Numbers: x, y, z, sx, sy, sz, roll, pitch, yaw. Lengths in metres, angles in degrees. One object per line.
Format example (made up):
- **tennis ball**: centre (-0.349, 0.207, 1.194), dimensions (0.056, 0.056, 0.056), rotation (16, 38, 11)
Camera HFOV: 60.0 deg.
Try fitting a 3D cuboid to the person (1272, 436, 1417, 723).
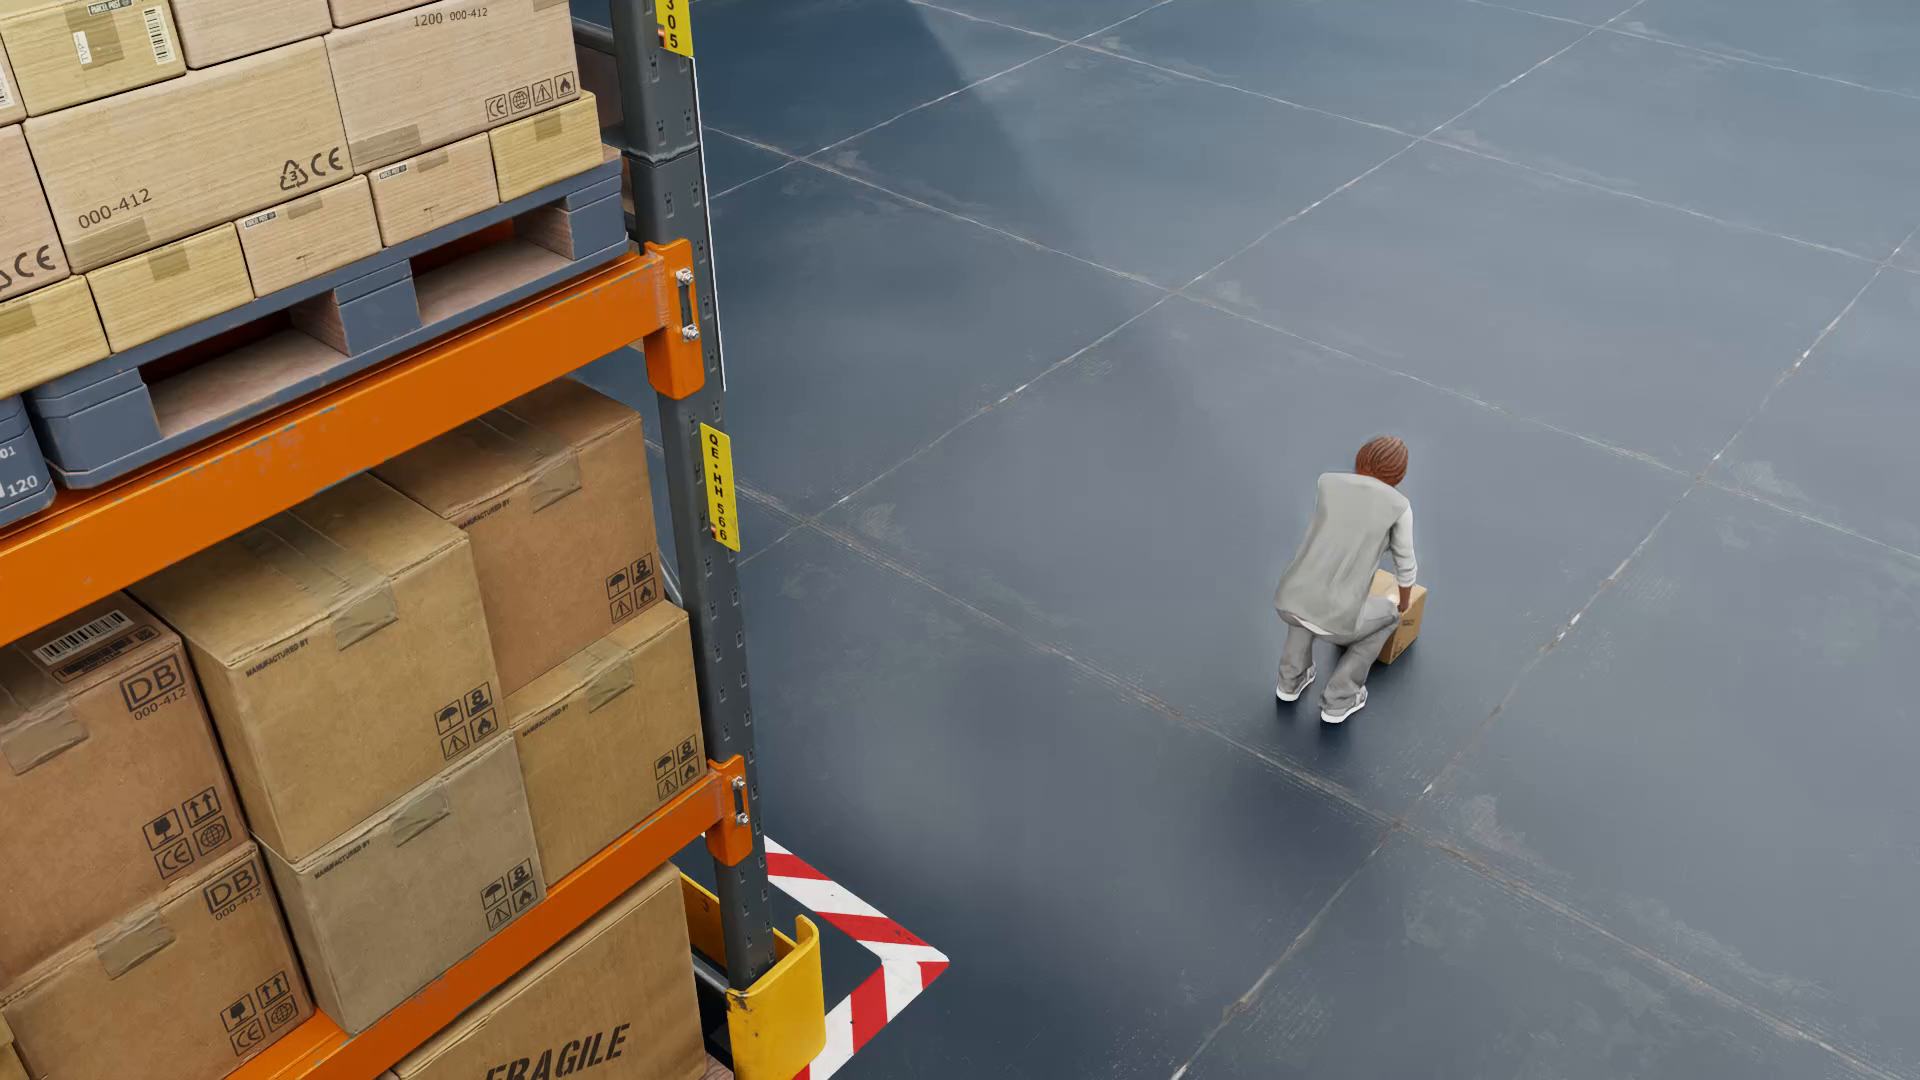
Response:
- **person**: centre (1.468, 0.167, 6.418), dimensions (0.457, 1.022, 0.769), rotation (26, 43, 31)
